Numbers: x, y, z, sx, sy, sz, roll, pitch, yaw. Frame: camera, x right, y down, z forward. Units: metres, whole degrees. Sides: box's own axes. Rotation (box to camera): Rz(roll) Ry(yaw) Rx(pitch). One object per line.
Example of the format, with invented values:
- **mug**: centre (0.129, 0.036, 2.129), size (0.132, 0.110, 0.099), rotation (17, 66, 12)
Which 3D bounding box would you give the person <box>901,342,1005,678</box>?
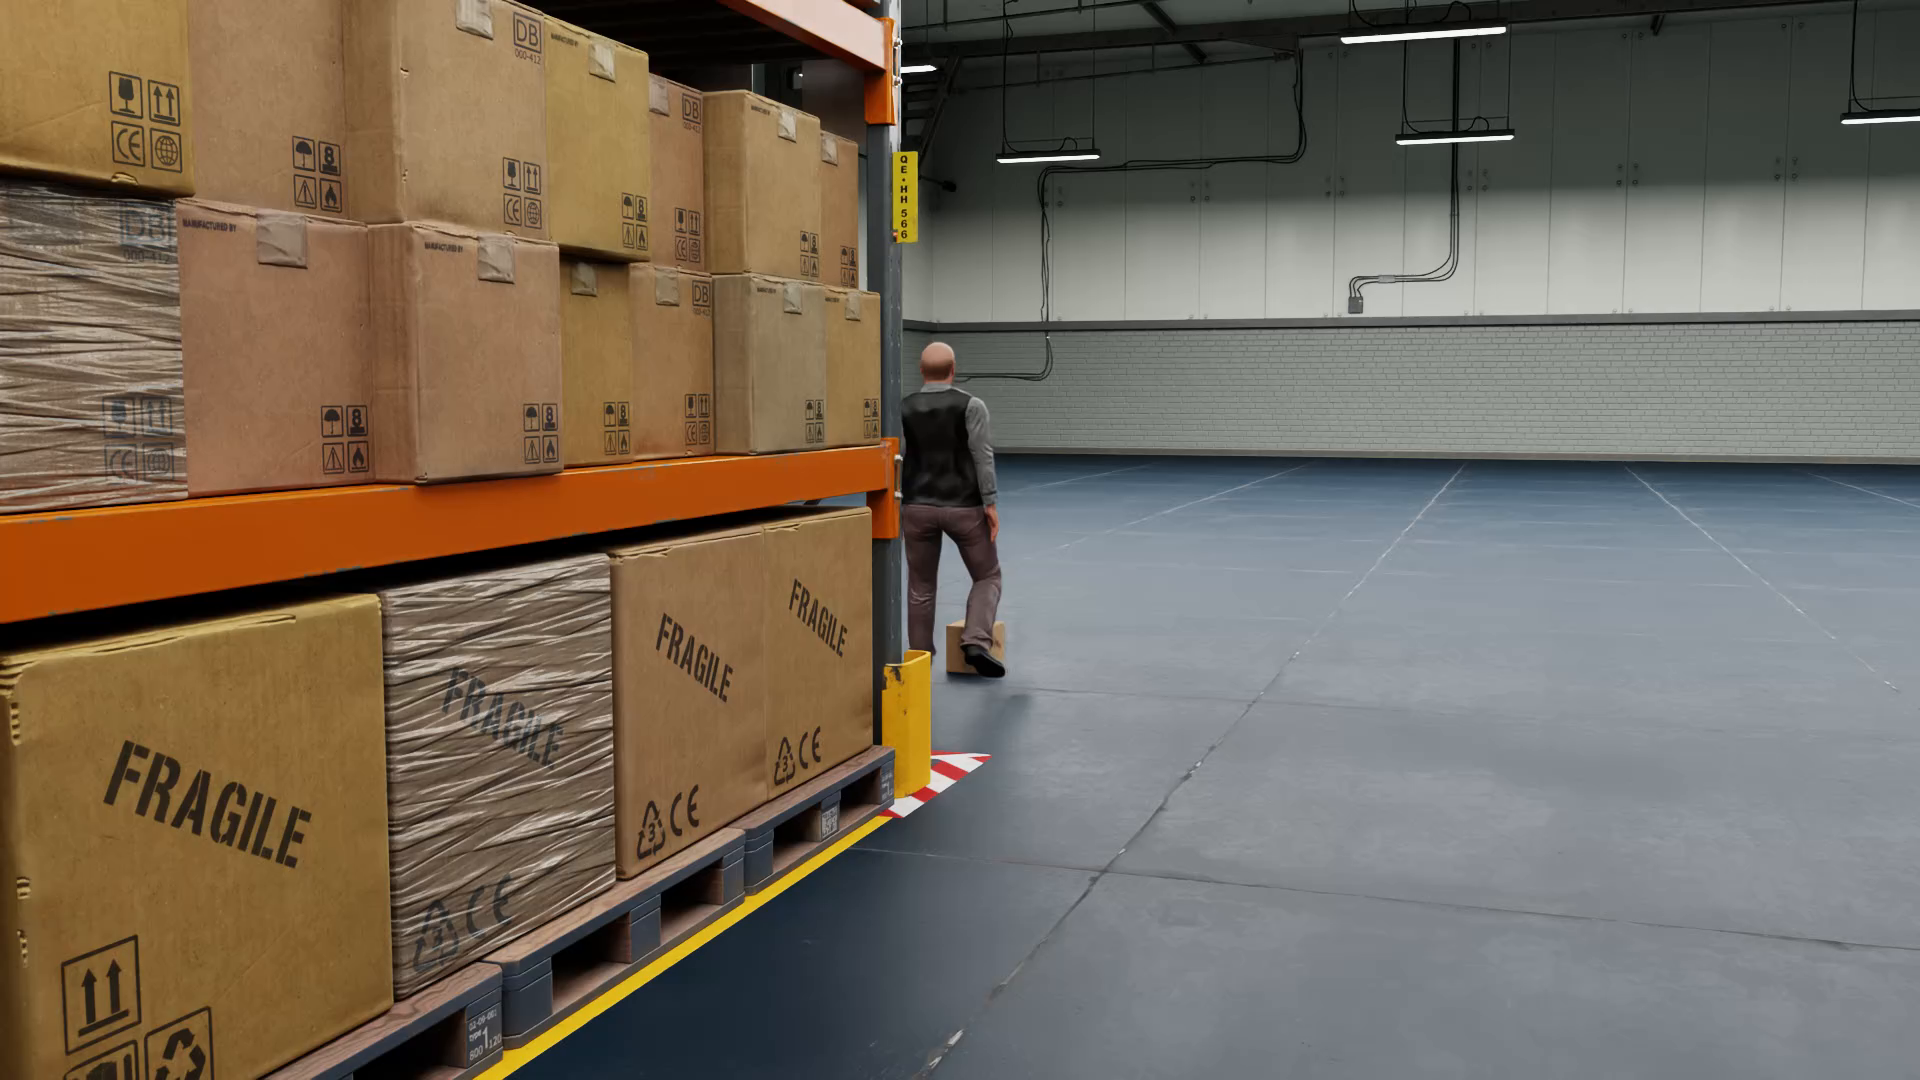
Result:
- **person**: centre (-0.061, -0.135, 8.420), size (0.634, 1.723, 0.556), rotation (1, 5, 11)
